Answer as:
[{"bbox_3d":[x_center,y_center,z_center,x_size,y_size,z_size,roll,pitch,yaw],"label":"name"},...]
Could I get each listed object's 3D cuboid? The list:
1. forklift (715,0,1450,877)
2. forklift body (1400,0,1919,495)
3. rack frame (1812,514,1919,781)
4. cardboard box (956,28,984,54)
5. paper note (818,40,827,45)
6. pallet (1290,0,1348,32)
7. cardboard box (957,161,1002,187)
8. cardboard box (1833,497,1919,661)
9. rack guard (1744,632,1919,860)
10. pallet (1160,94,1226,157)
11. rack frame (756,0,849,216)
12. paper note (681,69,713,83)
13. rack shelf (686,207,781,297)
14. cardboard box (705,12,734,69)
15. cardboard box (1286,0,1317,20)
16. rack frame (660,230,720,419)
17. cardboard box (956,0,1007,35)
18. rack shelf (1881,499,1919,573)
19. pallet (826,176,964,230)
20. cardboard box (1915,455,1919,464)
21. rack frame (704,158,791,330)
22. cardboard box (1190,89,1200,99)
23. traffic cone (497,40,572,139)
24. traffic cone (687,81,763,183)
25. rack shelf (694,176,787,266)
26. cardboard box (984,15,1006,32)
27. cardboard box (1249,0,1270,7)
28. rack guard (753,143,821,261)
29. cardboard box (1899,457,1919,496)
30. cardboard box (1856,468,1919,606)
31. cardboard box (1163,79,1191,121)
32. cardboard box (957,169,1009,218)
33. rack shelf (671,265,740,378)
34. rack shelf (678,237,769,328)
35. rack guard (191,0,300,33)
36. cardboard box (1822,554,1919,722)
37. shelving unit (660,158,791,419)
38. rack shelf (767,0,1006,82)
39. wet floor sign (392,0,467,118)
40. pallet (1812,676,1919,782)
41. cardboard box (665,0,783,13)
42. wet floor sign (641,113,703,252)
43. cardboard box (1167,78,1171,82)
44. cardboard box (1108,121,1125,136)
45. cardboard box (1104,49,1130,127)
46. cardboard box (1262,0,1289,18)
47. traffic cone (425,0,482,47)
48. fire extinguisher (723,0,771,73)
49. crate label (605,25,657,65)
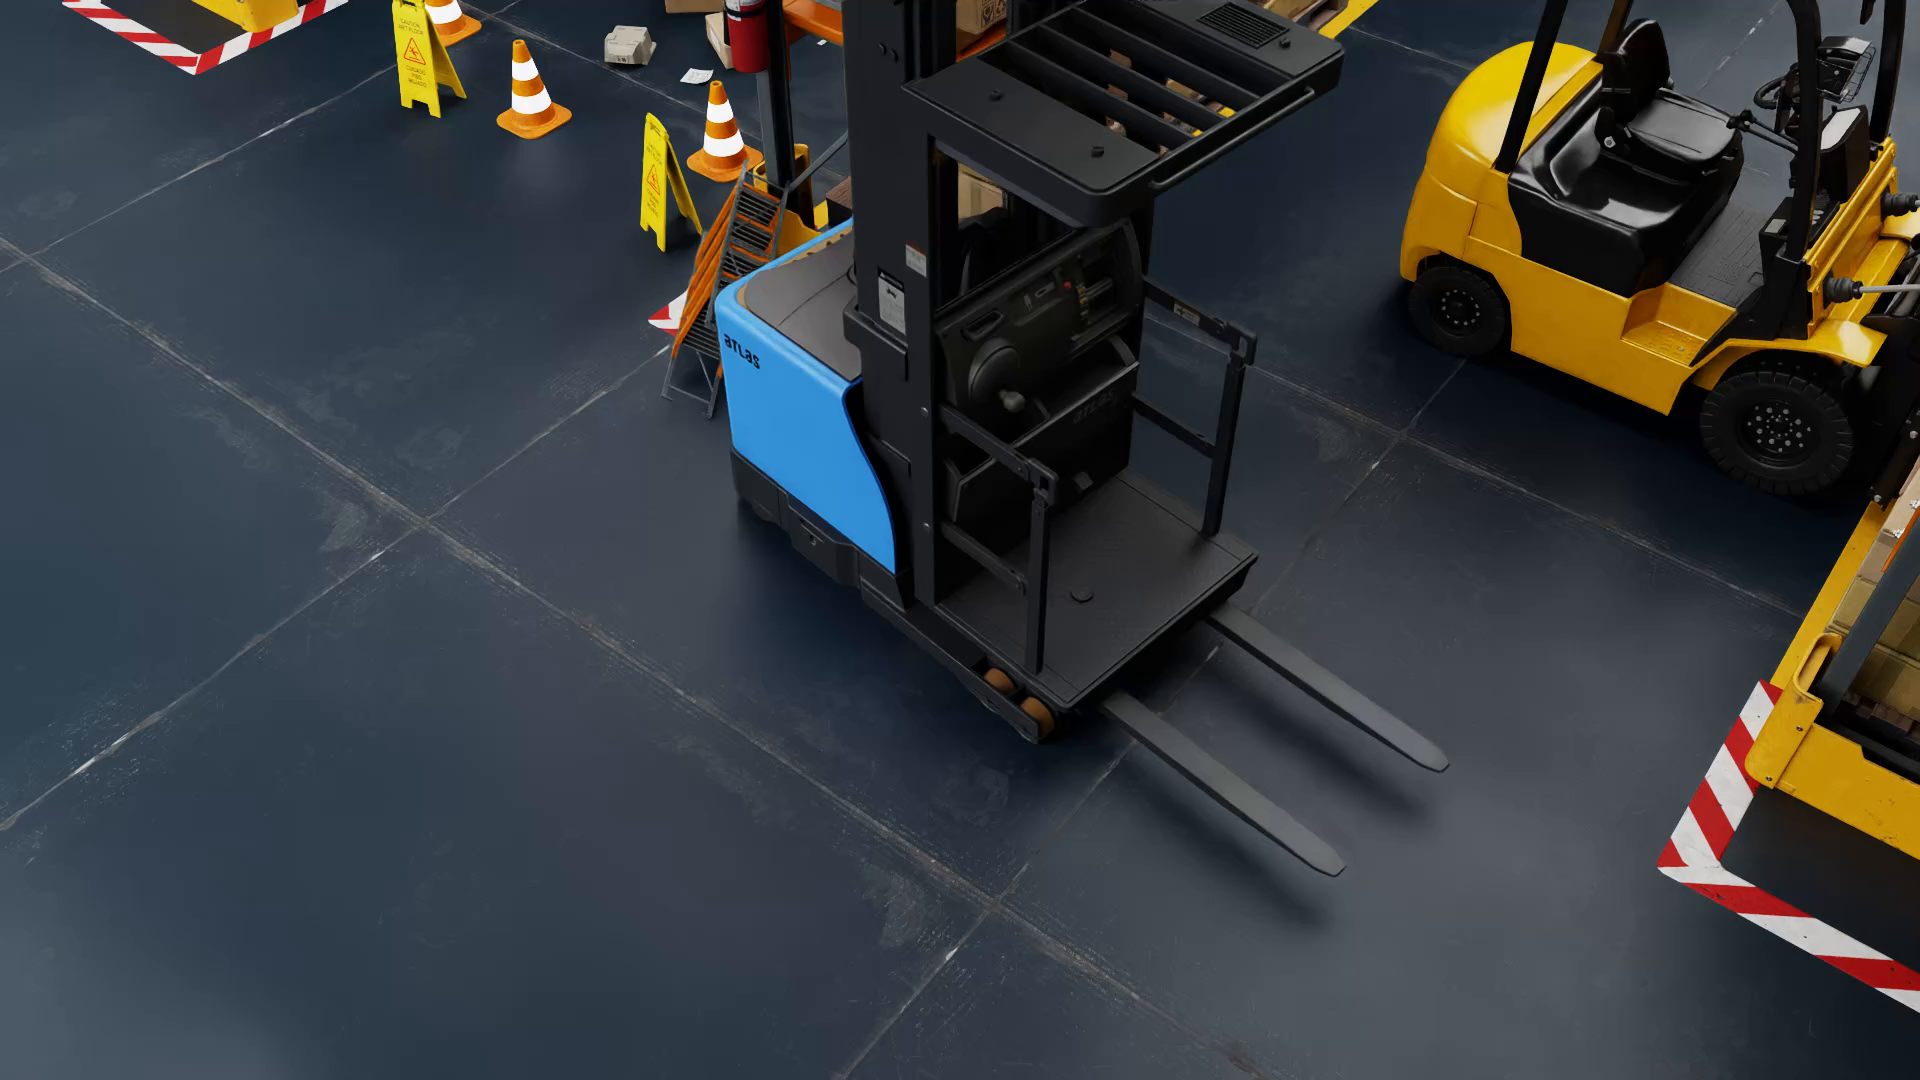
[{"bbox_3d":[0.433,-0.689,5.545,1.130,2.935,3.031,-35,56,-29],"label":"forklift"},{"bbox_3d":[3.157,-1.638,6.992,2.313,2.155,1.214,29,53,25],"label":"forklift body"},{"bbox_3d":[3.441,-0.040,4.878,1.000,3.000,0.127,29,53,25],"label":"rack frame"},{"bbox_3d":[-0.118,-2.248,7.162,0.380,0.149,0.250,29,53,25],"label":"cardboard box"},{"bbox_3d":[-0.779,-2.915,9.692,0.032,0.001,0.123,29,53,25],"label":"paper note"},{"bbox_3d":[1.574,-3.158,9.785,1.003,0.211,1.213,29,53,25],"label":"pallet"},{"bbox_3d":[0.237,-2.039,7.881,0.500,0.500,0.500,28,52,24],"label":"cardboard box"},{"bbox_3d":[3.491,0.176,5.938,0.500,0.250,0.500,29,53,25],"label":"cardboard box"},{"bbox_3d":[3.426,0.837,5.769,1.175,0.500,0.348,29,53,25],"label":"rack guard"},{"bbox_3d":[0.828,-2.457,9.115,1.003,0.211,1.213,29,53,25],"label":"pallet"},{"bbox_3d":[-0.489,-2.232,6.972,1.000,3.000,0.127,29,53,25],"label":"rack frame"},{"bbox_3d":[-1.486,-2.627,9.403,0.148,0.019,0.142,13,48,12],"label":"paper note"},{"bbox_3d":[-1.054,-1.283,7.720,0.258,0.480,0.148,23,44,-19],"label":"rack shelf"},{"bbox_3d":[-1.287,-2.890,9.572,0.250,0.149,0.380,-17,49,-15],"label":"cardboard box"},{"bbox_3d":[1.808,-3.259,9.565,0.500,0.250,0.500,32,54,27],"label":"cardboard box"},{"bbox_3d":[-1.183,-1.029,7.775,0.240,0.015,1.200,23,44,-19],"label":"rack frame"},{"bbox_3d":[0.020,-2.518,6.971,0.500,0.500,0.500,28,53,24],"label":"cardboard box"},{"bbox_3d":[4.664,-0.936,6.232,1.077,0.370,4.000,29,53,25],"label":"rack shelf"},{"bbox_3d":[0.082,-1.762,8.451,1.003,0.211,1.213,29,53,25],"label":"pallet"},{"bbox_3d":[4.105,-0.411,6.499,0.500,0.250,0.500,28,52,24],"label":"cardboard box"},{"bbox_3d":[-0.941,-1.307,7.454,0.240,0.015,1.200,23,44,-19],"label":"rack frame"},{"bbox_3d":[1.176,-2.661,8.993,0.500,0.250,0.500,30,53,26],"label":"cardboard box"},{"bbox_3d":[-2.333,-2.468,8.953,0.336,0.463,0.334,29,53,25],"label":"traffic cone"},{"bbox_3d":[-1.247,-2.172,8.670,0.336,0.463,0.334,29,53,25],"label":"traffic cone"},{"bbox_3d":[-1.042,-1.456,7.881,0.258,0.480,0.148,23,44,-19],"label":"rack shelf"},{"bbox_3d":[0.025,-2.399,7.306,0.380,0.149,0.250,30,53,26],"label":"cardboard box"},{"bbox_3d":[1.498,-3.226,9.015,0.500,0.500,0.500,30,53,26],"label":"cardboard box"},{"bbox_3d":[-0.443,-1.412,7.918,1.175,0.500,0.348,29,53,25],"label":"rack guard"},{"bbox_3d":[3.783,-0.277,6.024,0.500,0.250,0.500,30,53,26],"label":"cardboard box"},{"bbox_3d":[3.476,0.018,5.743,0.500,0.250,0.500,31,54,26],"label":"cardboard box"},{"bbox_3d":[0.865,-2.373,8.718,0.500,0.250,0.500,33,54,27],"label":"cardboard box"},{"bbox_3d":[0.223,-1.767,8.139,0.500,0.250,0.500,29,53,25],"label":"cardboard box"},{"bbox_3d":[-1.076,-0.973,7.435,0.258,0.480,0.148,23,44,-19],"label":"rack shelf"},{"bbox_3d":[-1.065,-1.118,7.569,0.258,0.480,0.148,23,44,-19],"label":"rack shelf"},{"bbox_3d":[-4.483,-3.485,9.898,1.175,0.500,0.348,29,53,25],"label":"rack guard"},{"bbox_3d":[3.478,0.356,6.111,0.500,0.250,0.500,30,53,25],"label":"cardboard box"},{"bbox_3d":[-1.062,-1.168,7.615,0.258,0.503,1.200,23,44,-19],"label":"shelving unit"},{"bbox_3d":[0.734,-3.128,8.326,1.077,0.370,4.000,29,53,25],"label":"rack shelf"},{"bbox_3d":[-2.919,-2.657,9.007,0.267,0.644,0.232,21,50,19],"label":"wet floor sign"},{"bbox_3d":[3.876,0.467,6.322,1.003,0.211,1.213,29,53,25],"label":"pallet"},{"bbox_3d":[-1.419,-3.494,9.904,0.797,0.503,0.637,-2,46,-2],"label":"cardboard box"},{"bbox_3d":[-1.452,-1.783,8.172,0.232,0.644,0.267,-25,51,-22],"label":"wet floor sign"},{"bbox_3d":[0.866,-2.624,8.439,0.500,0.500,0.500,30,53,26],"label":"cardboard box"},{"bbox_3d":[0.541,-2.055,8.415,0.500,0.250,0.500,31,54,26],"label":"cardboard box"},{"bbox_3d":[0.553,-2.341,8.169,0.500,0.500,0.500,27,52,24],"label":"cardboard box"},{"bbox_3d":[1.490,-2.950,9.269,0.500,0.250,0.500,28,52,24],"label":"cardboard box"},{"bbox_3d":[-3.020,-3.162,9.616,0.336,0.463,0.334,29,53,25],"label":"traffic cone"},{"bbox_3d":[-0.924,-2.344,7.132,0.296,0.674,0.183,29,53,25],"label":"fire extinguisher"},{"bbox_3d":[-1.902,-2.833,9.526,0.250,0.136,0.298,6,47,5],"label":"crate label"}]
